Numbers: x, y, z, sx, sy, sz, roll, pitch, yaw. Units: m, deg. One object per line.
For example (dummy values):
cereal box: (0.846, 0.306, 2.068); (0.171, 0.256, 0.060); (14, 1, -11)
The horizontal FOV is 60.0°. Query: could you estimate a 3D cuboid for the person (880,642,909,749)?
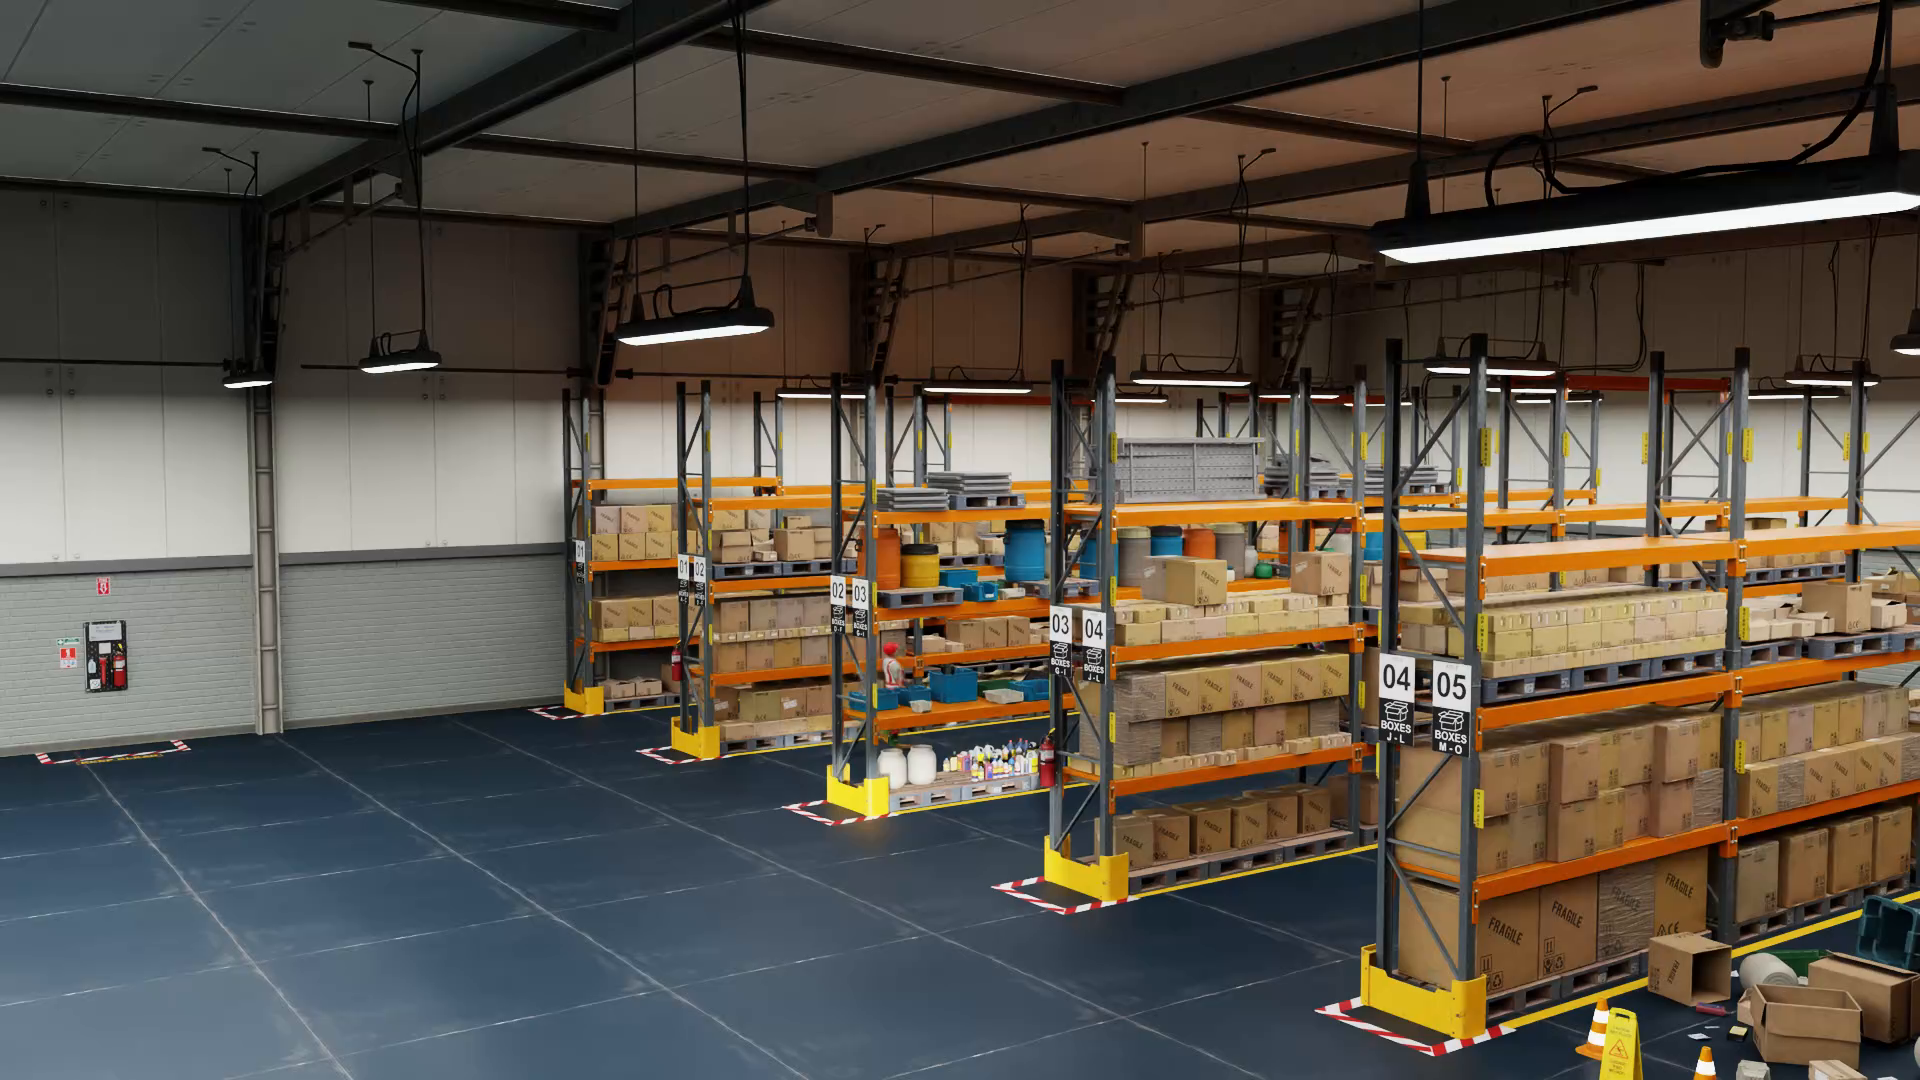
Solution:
person: (-1.051, 2.526, 27.075); (0.526, 1.766, 0.551); (0, 4, -3)
